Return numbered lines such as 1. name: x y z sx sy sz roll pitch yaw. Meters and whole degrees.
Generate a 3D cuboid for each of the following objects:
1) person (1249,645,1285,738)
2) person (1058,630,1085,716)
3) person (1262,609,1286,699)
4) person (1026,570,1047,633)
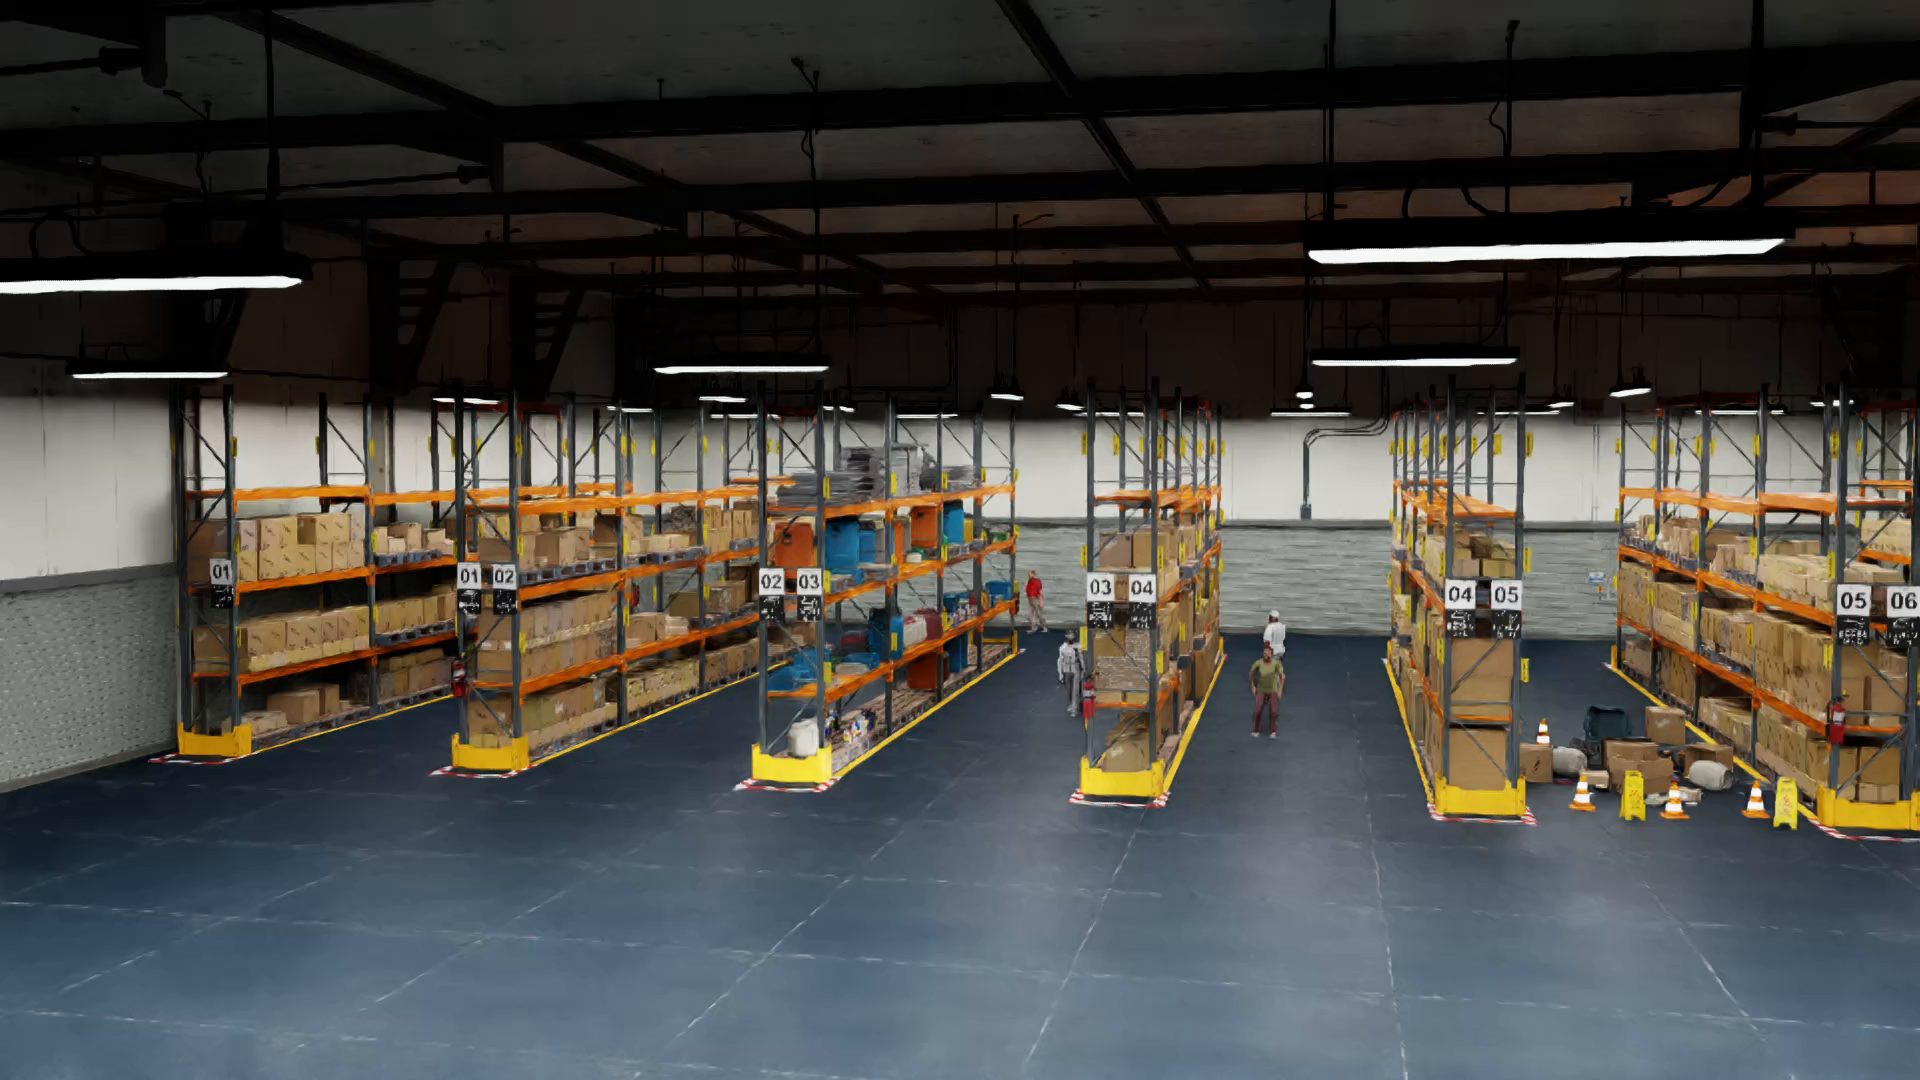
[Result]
1. person: 5.274 2.600 28.593 0.598 1.619 0.507 1 3 10
2. person: 2.064 2.450 31.060 0.495 1.589 1.086 1 3 14
3. person: 6.222 2.256 33.063 0.573 1.764 0.667 3 4 42
4. person: 2.058 1.650 44.725 0.585 1.708 0.578 -3 4 -42
